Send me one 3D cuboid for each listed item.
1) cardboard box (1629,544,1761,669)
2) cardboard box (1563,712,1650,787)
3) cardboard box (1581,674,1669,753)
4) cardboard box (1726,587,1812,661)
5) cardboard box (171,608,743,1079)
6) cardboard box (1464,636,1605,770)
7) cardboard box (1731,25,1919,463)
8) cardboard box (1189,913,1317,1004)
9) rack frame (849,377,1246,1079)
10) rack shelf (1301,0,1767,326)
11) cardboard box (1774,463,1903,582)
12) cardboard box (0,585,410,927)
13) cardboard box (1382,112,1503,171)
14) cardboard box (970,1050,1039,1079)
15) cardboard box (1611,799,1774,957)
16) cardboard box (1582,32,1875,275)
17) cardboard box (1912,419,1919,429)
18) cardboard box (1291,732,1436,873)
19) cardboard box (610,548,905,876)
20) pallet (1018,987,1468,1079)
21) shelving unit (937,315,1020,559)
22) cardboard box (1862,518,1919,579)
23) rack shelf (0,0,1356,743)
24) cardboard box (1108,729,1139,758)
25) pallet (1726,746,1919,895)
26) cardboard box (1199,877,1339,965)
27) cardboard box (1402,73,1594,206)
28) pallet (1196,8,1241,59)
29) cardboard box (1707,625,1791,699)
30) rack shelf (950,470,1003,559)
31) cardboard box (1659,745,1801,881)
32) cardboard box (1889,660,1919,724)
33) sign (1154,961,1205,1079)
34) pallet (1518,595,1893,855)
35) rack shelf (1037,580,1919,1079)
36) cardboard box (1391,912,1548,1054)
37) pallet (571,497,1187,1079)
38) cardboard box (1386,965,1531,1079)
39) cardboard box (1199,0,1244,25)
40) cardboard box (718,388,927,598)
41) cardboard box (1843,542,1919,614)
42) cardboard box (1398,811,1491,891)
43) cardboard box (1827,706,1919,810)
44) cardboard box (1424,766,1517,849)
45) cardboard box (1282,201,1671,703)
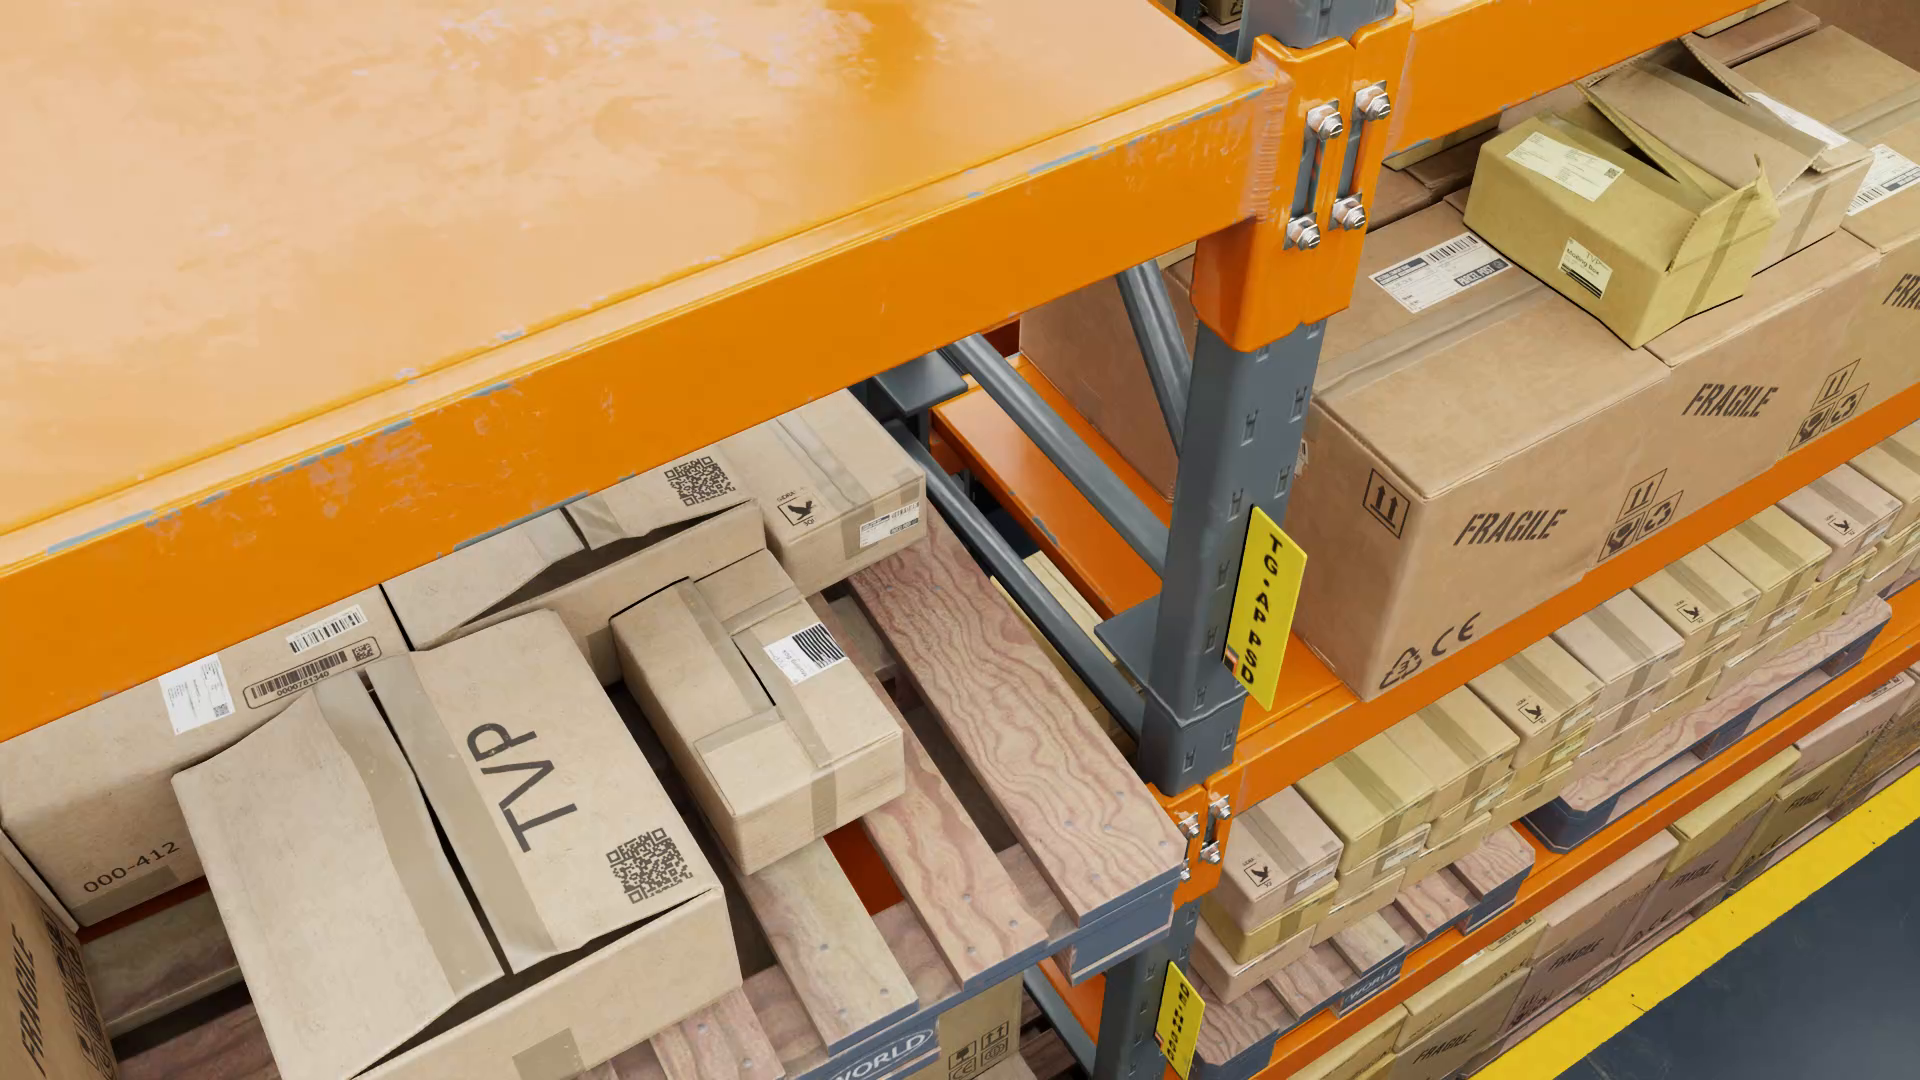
[{"bbox_3d":[1.714,0.098,4.088,0.250,0.149,0.380,-24,52,-20],"label":"cardboard box"},{"bbox_3d":[1.502,0.401,4.217,0.250,0.149,0.380,-24,52,-20],"label":"cardboard box"},{"bbox_3d":[1.502,0.301,4.107,0.250,0.149,0.380,-25,53,-21],"label":"cardboard box"},{"bbox_3d":[1.940,0.094,4.291,0.250,0.149,0.380,-23,52,-20],"label":"cardboard box"},{"bbox_3d":[-0.614,0.404,2.030,0.500,0.311,0.500,-25,53,-21],"label":"cardboard box"},{"bbox_3d":[1.264,0.314,3.896,0.250,0.149,0.380,-27,54,-22],"label":"cardboard box"},{"bbox_3d":[1.574,-0.558,3.108,0.500,0.500,0.500,-25,53,-21],"label":"cardboard box"},{"bbox_3d":[0.596,0.832,3.833,0.250,0.149,0.380,-26,53,-21],"label":"cardboard box"},{"bbox_3d":[0.110,0.939,3.851,0.127,3.000,1.000,-25,53,-21],"label":"rack frame"},{"bbox_3d":[1.801,-1.481,2.738,4.000,0.370,1.077,-25,53,-21],"label":"rack shelf"},{"bbox_3d":[2.154,-0.107,4.271,0.250,0.149,0.380,-27,54,-22],"label":"cardboard box"},{"bbox_3d":[-1.044,0.167,2.282,0.500,0.250,0.500,-24,53,-20],"label":"cardboard box"},{"bbox_3d":[0.739,-0.886,2.888,0.258,0.266,0.396,-25,53,-21],"label":"cardboard box"},{"bbox_3d":[-0.128,1.254,3.503,0.500,0.500,0.500,-25,53,-21],"label":"cardboard box"},{"bbox_3d":[2.131,0.896,5.281,0.500,0.500,0.500,-26,53,-22],"label":"cardboard box"},{"bbox_3d":[1.229,-0.666,2.692,0.258,0.266,0.396,-25,53,-21],"label":"cardboard box"},{"bbox_3d":[2.589,-0.312,4.453,0.250,0.149,0.380,-25,53,-21],"label":"cardboard box"},{"bbox_3d":[0.830,0.514,3.718,0.250,0.149,0.380,-27,54,-22],"label":"cardboard box"},{"bbox_3d":[-0.280,0.223,2.287,0.250,0.166,0.380,-25,53,-21],"label":"cardboard box"},{"bbox_3d":[0.771,1.556,5.169,1.213,0.211,1.003,-25,53,-21],"label":"pallet"},{"bbox_3d":[0.140,-0.764,5.970,0.503,2.100,0.431,-25,53,-21],"label":"shelving unit"},{"bbox_3d":[2.378,-0.110,4.472,0.250,0.149,0.380,-28,54,-23],"label":"cardboard box"},{"bbox_3d":[-1.582,0.113,1.319,4.000,0.370,1.077,-25,53,-21],"label":"rack shelf"},{"bbox_3d":[0.281,0.396,4.221,0.250,0.149,0.380,-24,53,-20],"label":"cardboard box"},{"bbox_3d":[2.835,0.583,6.035,1.213,0.211,1.003,-25,53,-21],"label":"pallet"},{"bbox_3d":[0.625,0.718,3.735,0.250,0.149,0.380,-23,52,-19],"label":"cardboard box"},{"bbox_3d":[0.873,-0.688,3.224,0.500,0.500,0.500,-25,53,-21],"label":"cardboard box"},{"bbox_3d":[1.616,-3.154,9.363,1.213,0.211,1.003,-25,53,-21],"label":"pallet"},{"bbox_3d":[1.937,0.199,4.396,0.250,0.149,0.380,-27,54,-22],"label":"cardboard box"},{"bbox_3d":[0.140,-0.290,6.503,0.480,0.518,0.431,-25,53,-21],"label":"rack shelf"},{"bbox_3d":[2.116,0.659,4.990,0.500,0.250,0.500,-27,54,-22],"label":"cardboard box"},{"bbox_3d":[2.997,0.243,5.360,0.500,0.250,0.500,-27,53,-22],"label":"cardboard box"},{"bbox_3d":[0.408,0.903,3.107,0.005,0.325,0.100,-25,53,-21],"label":"sign"},{"bbox_3d":[1.762,0.188,4.648,1.213,0.211,1.003,-25,53,-21],"label":"pallet"},{"bbox_3d":[1.801,0.381,4.829,4.000,0.370,1.077,-25,53,-21],"label":"rack shelf"},{"bbox_3d":[1.251,1.057,4.636,0.500,0.250,0.500,-26,53,-21],"label":"cardboard box"},{"bbox_3d":[-0.407,0.294,2.543,1.003,0.211,1.213,-23,52,-19],"label":"pallet"},{"bbox_3d":[1.267,1.307,4.915,0.500,0.500,0.500,-25,53,-20],"label":"cardboard box"},{"bbox_3d":[1.532,-3.474,8.922,0.875,0.875,0.875,-25,53,-21],"label":"cardboard box"},{"bbox_3d":[-0.258,-0.116,2.602,0.250,0.149,0.380,-27,54,-22],"label":"cardboard box"},{"bbox_3d":[2.387,-0.012,4.584,0.250,0.149,0.380,-27,54,-22],"label":"cardboard box"},{"bbox_3d":[1.051,0.617,4.024,0.250,0.149,0.380,-23,52,-19],"label":"cardboard box"},{"bbox_3d":[3.001,0.490,5.643,0.500,0.500,0.500,-26,53,-21],"label":"cardboard box"},{"bbox_3d":[1.078,0.500,3.929,0.250,0.149,0.380,-27,54,-22],"label":"cardboard box"},{"bbox_3d":[0.735,-0.152,2.746,0.500,0.500,0.500,-25,53,-21],"label":"cardboard box"}]
